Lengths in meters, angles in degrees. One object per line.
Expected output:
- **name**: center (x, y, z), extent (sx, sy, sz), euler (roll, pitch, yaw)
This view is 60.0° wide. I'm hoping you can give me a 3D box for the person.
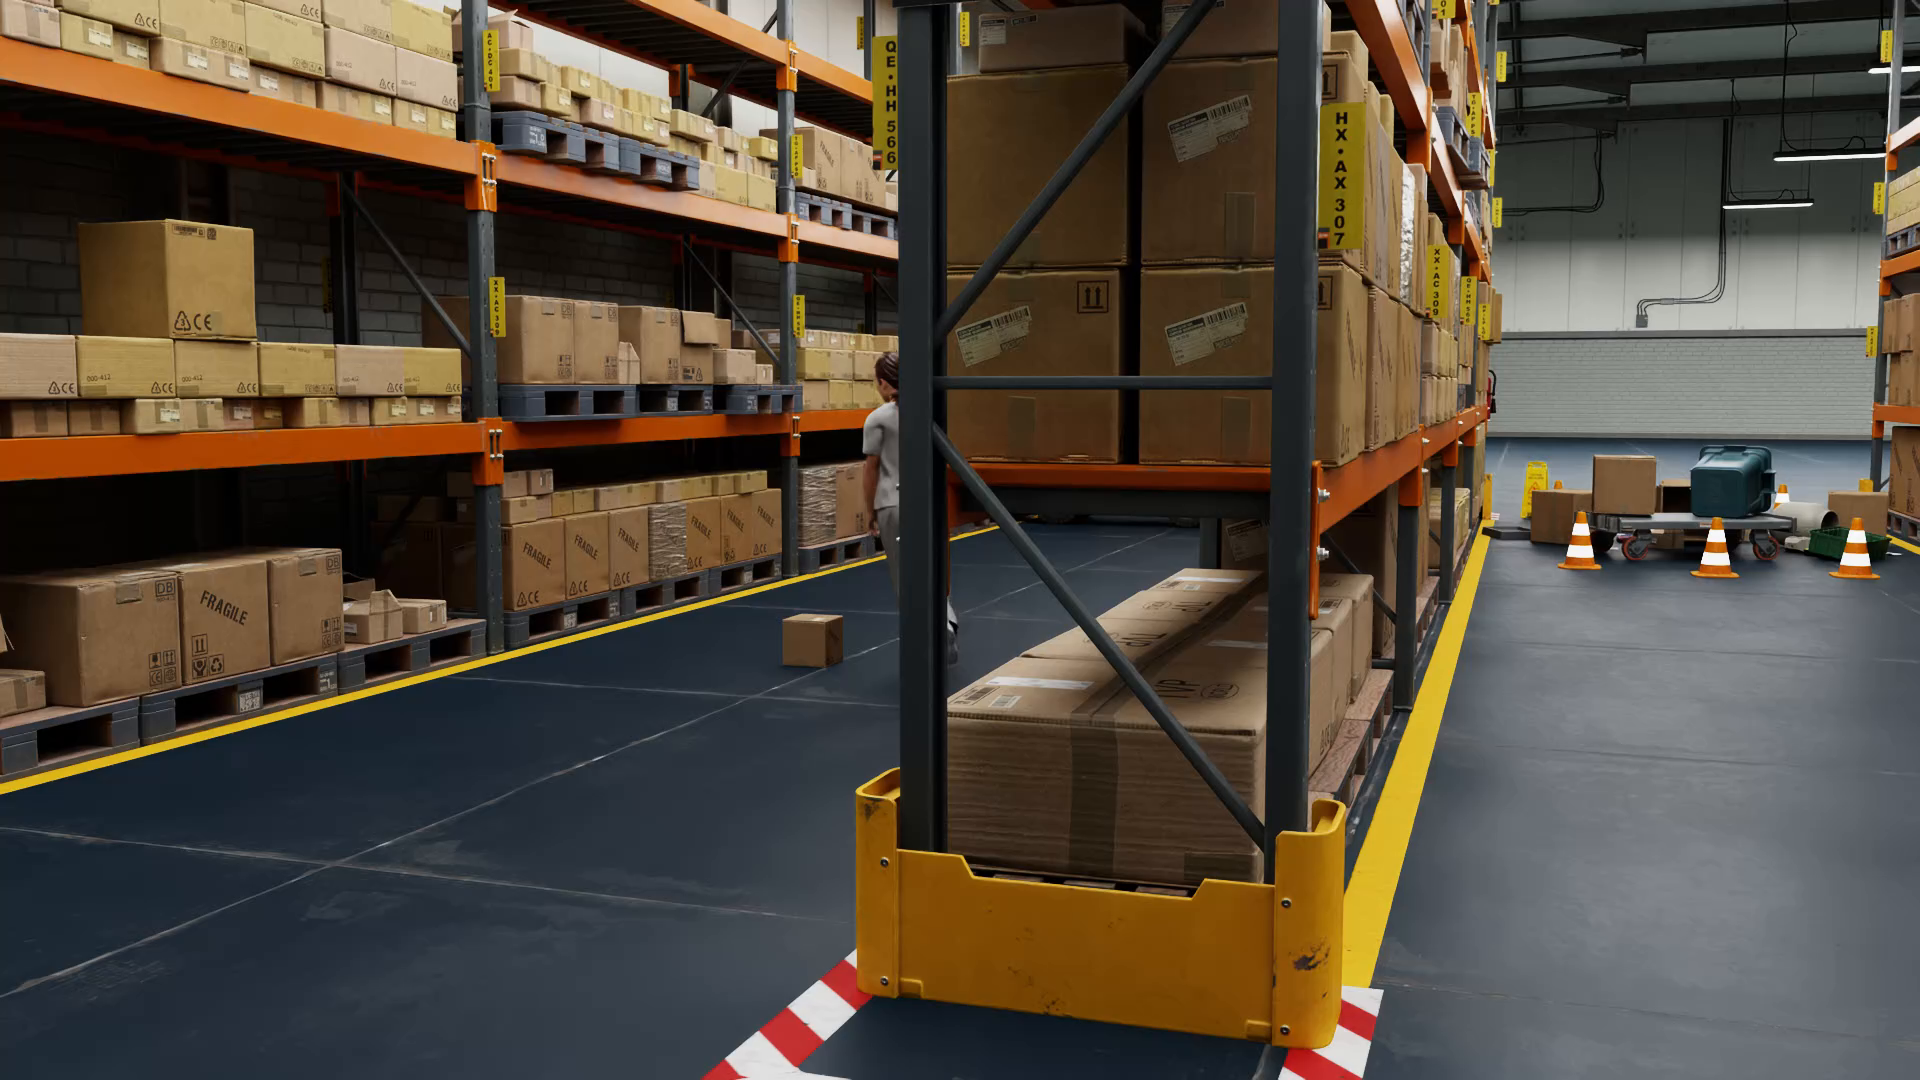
- **person**: center (-0.275, -0.148, 8.695), extent (0.496, 1.658, 0.457), euler (-2, 6, -25)
